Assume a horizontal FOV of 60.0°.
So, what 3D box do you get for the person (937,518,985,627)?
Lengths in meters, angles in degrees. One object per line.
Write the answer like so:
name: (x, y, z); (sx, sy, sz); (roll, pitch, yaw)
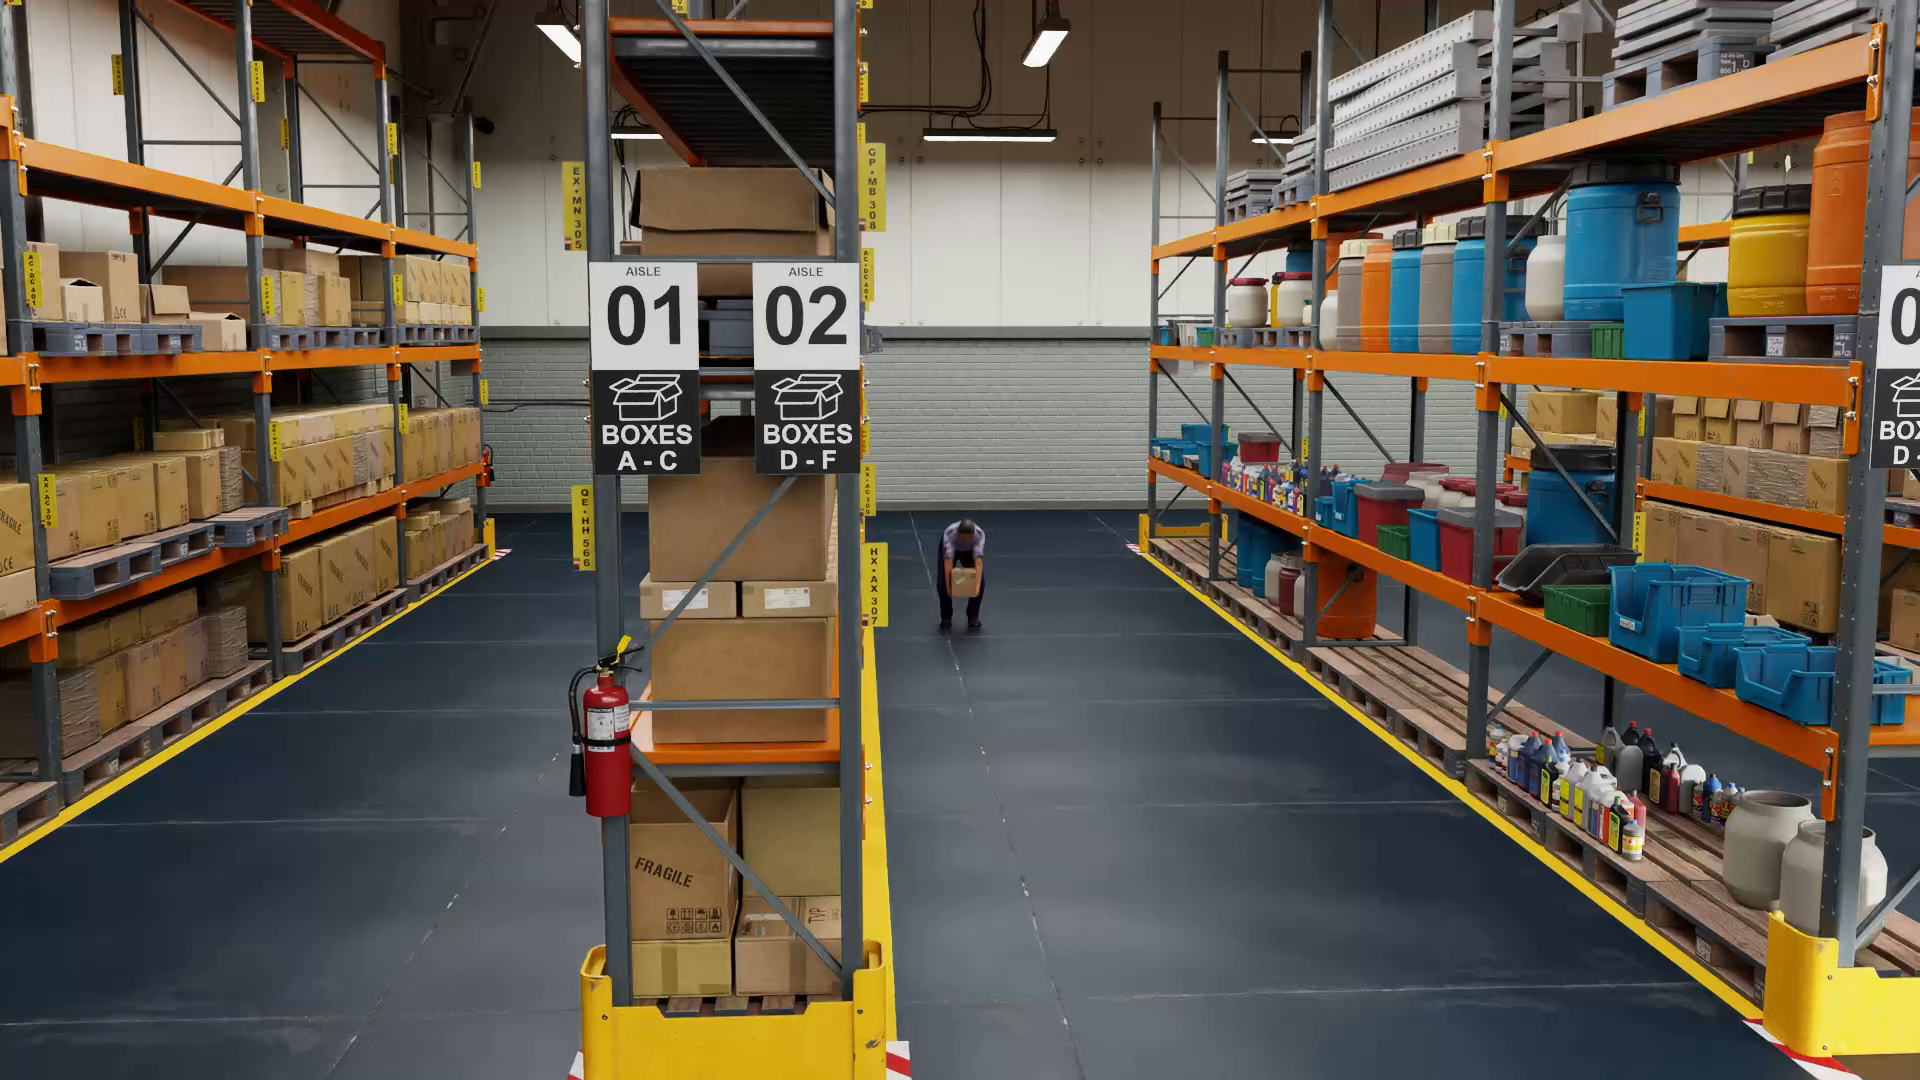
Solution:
person: (0.017, 0.323, 16.756); (0.491, 1.147, 0.873); (-1, 7, -6)
